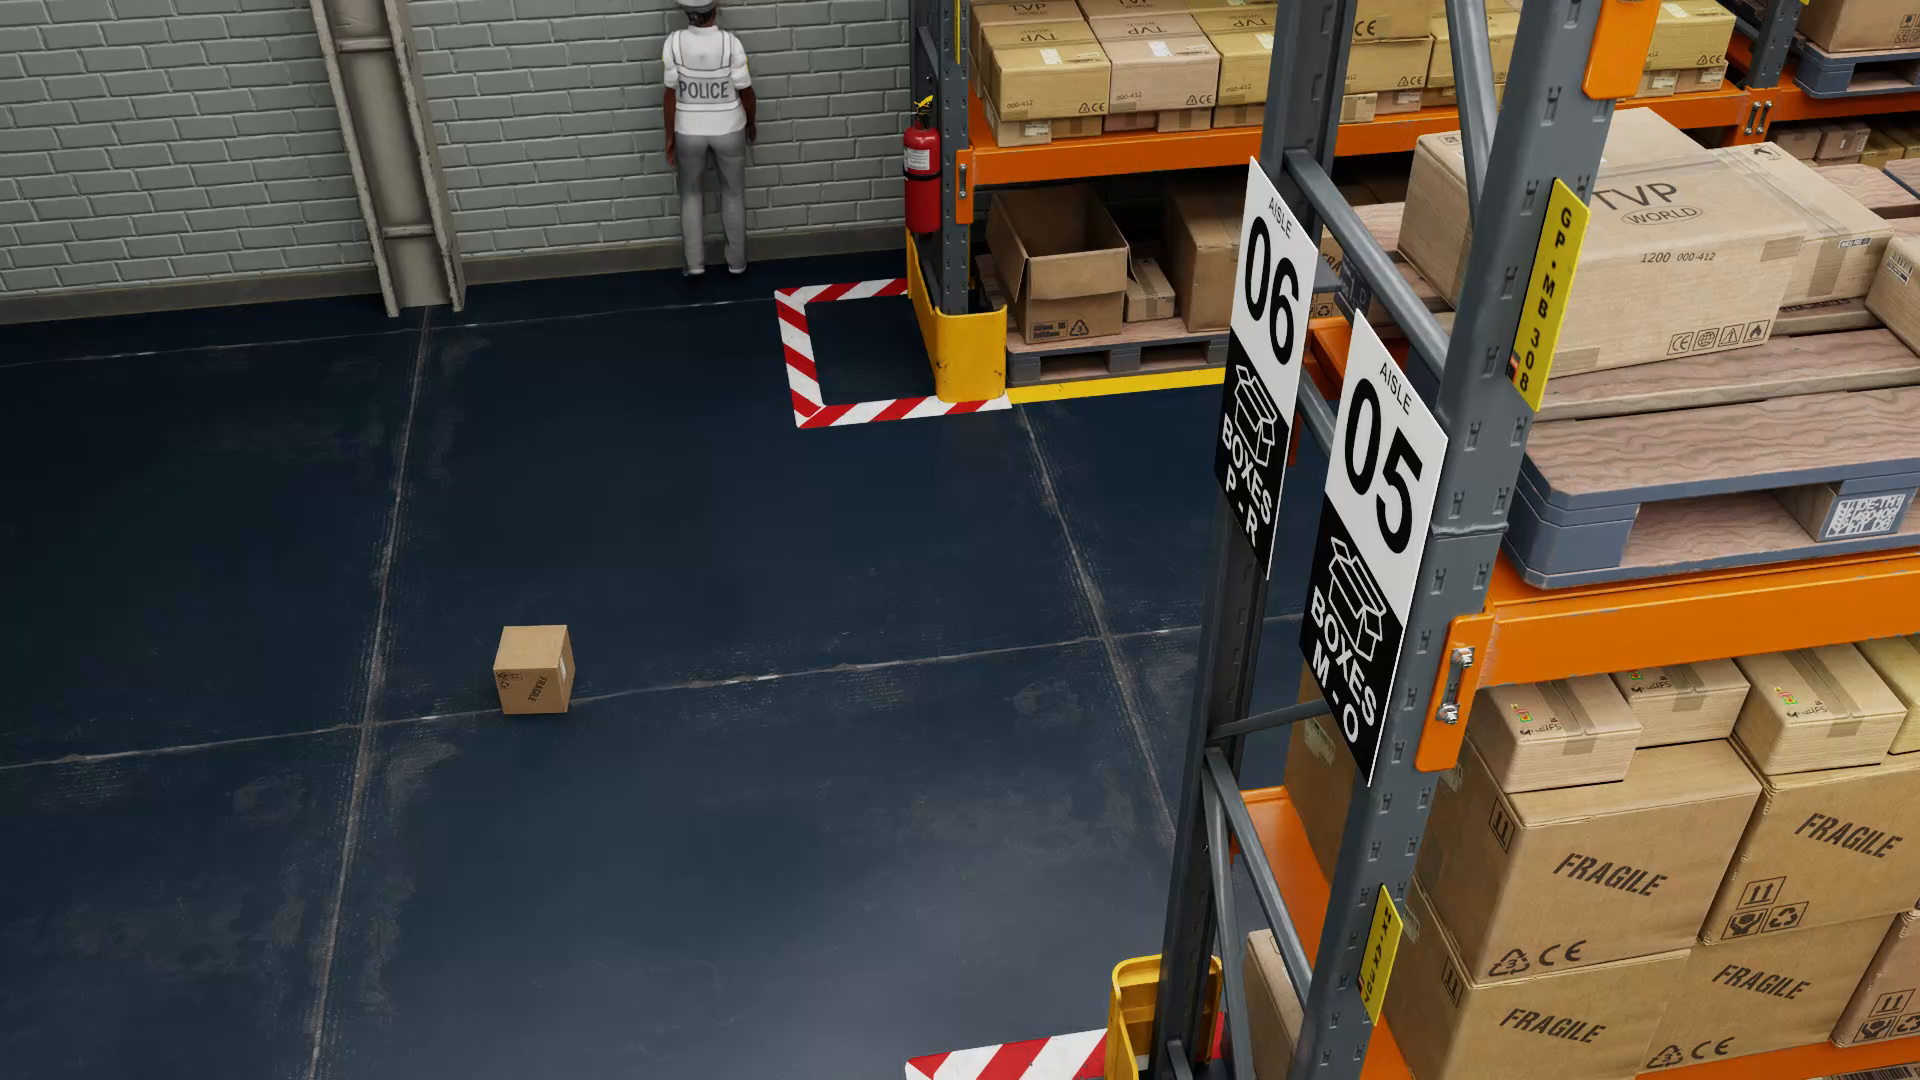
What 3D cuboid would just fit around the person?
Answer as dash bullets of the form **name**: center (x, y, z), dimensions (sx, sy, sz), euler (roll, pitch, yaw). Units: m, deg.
- **person**: center (-1.315, -2.146, 8.804), dimensions (0.497, 1.763, 0.422), euler (-2, 39, -3)
